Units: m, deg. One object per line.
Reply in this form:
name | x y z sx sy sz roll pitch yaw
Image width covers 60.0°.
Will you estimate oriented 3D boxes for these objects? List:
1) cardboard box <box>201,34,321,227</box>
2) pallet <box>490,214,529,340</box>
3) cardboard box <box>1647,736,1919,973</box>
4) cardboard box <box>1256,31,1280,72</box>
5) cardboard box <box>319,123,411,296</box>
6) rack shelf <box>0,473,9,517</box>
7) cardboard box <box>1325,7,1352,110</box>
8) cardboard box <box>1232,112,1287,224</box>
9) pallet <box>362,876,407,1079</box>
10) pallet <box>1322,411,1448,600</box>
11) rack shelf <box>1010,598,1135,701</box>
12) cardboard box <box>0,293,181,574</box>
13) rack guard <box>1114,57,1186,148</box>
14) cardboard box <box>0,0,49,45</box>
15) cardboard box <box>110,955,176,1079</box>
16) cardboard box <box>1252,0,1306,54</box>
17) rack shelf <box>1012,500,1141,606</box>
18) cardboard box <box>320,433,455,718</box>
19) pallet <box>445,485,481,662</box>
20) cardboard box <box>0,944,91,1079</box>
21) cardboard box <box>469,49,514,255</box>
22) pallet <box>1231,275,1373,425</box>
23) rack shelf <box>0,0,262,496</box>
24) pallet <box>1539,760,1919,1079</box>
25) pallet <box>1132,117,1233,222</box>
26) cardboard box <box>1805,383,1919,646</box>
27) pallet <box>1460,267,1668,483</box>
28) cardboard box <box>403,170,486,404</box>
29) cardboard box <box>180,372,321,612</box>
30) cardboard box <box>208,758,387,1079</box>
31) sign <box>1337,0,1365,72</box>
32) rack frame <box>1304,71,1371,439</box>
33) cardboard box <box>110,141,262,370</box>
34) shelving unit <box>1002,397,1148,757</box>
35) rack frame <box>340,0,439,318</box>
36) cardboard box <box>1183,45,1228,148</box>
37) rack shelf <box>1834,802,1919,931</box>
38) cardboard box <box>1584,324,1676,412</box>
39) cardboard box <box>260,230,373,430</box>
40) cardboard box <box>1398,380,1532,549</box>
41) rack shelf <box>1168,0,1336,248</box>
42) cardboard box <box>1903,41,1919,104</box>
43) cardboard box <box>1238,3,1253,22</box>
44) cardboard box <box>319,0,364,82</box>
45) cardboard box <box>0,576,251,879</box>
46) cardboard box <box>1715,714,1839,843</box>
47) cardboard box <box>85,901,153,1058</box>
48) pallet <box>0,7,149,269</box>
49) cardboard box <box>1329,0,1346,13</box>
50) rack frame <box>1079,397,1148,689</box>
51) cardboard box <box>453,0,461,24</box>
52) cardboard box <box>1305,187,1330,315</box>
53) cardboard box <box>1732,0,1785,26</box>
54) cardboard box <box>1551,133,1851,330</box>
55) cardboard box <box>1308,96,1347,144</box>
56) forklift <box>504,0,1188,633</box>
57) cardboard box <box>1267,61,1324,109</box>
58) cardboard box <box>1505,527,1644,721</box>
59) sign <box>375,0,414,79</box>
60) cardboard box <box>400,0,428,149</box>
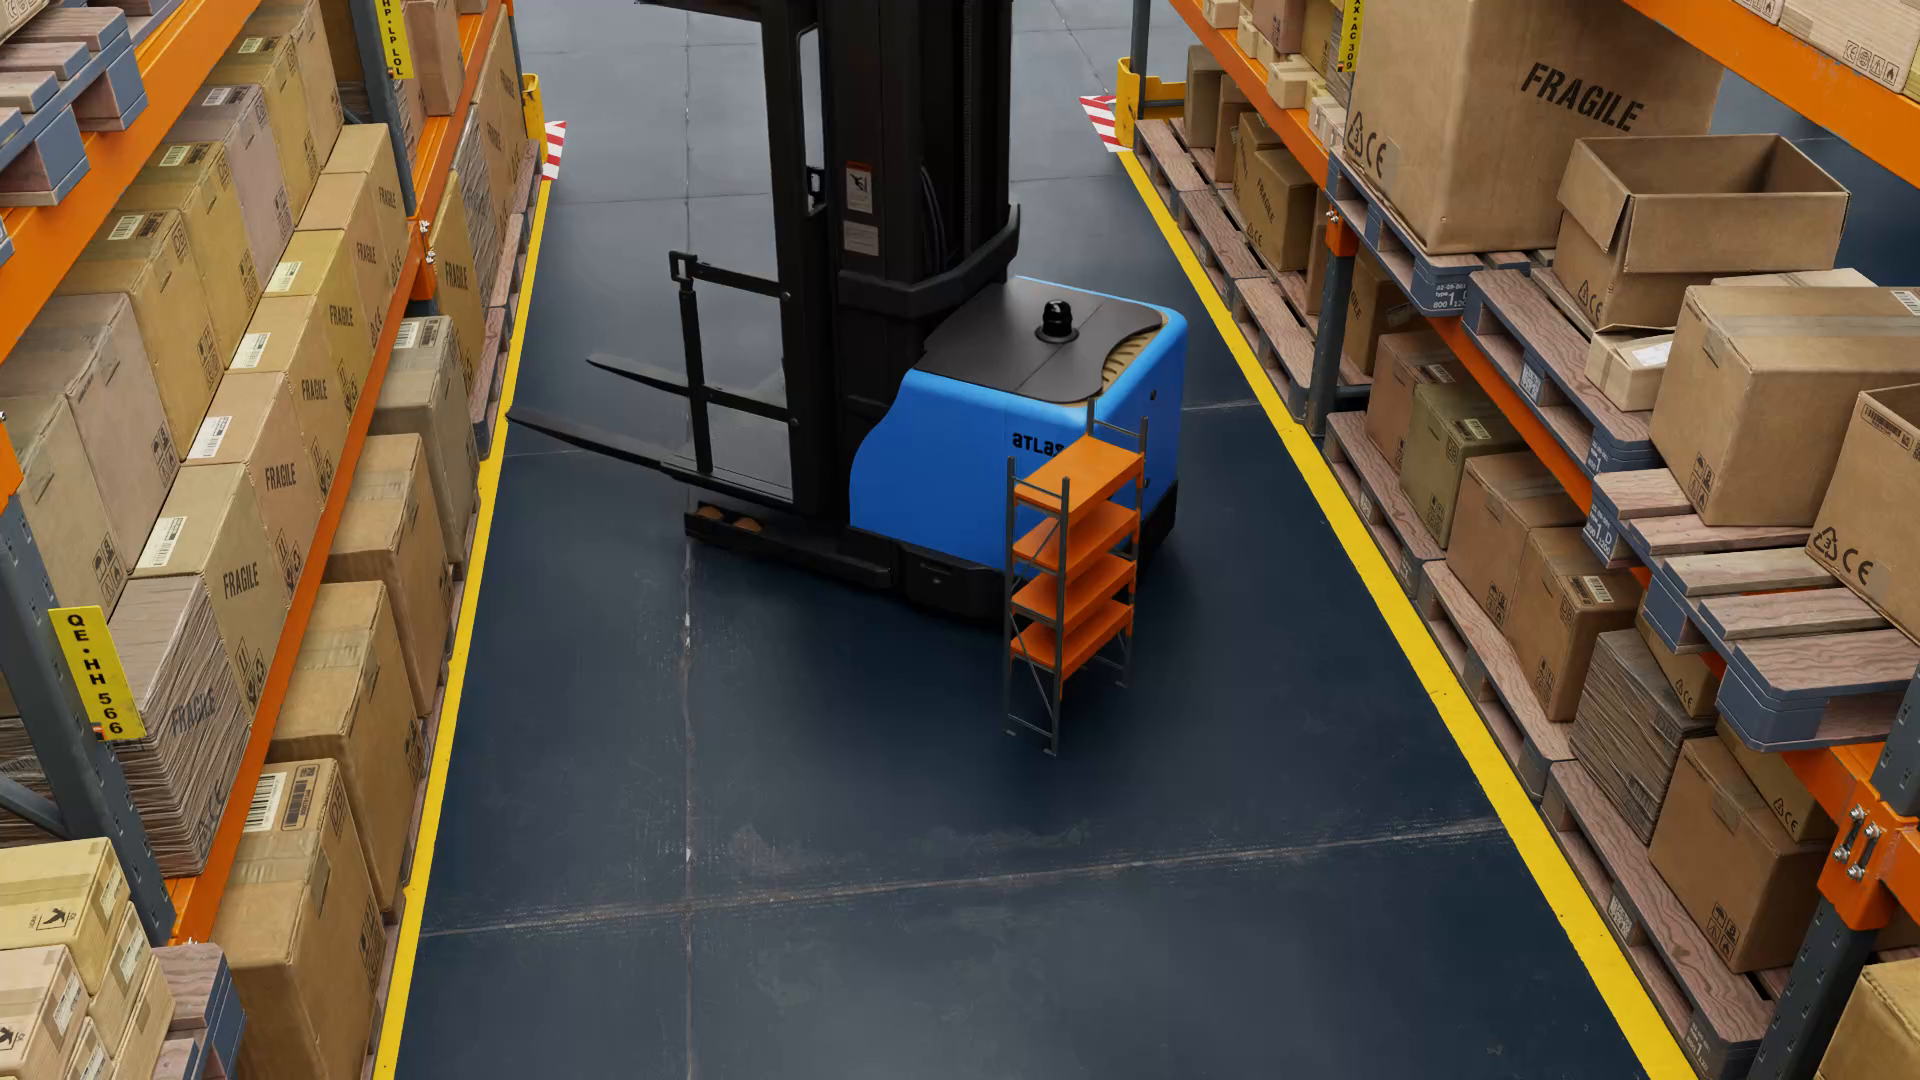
cardboard box | -2.613 -1.367 5.616 0.700 0.500 0.500 -5 35 -7
pallet | -2.949 -1.437 9.171 1.003 0.211 1.213 -4 35 -6
cardboard box | 2.600 0.915 5.072 0.700 0.500 0.500 -6 35 -9
cardboard box | 1.732 -2.491 8.464 0.380 0.149 0.250 -4 35 -6
cardboard box | -2.422 -1.247 6.327 0.500 0.500 0.500 -5 35 -7
rack shelf | -1.950 0.930 1.198 1.077 0.370 4.000 -4 35 -6
cardboard box | 2.172 -2.216 7.485 0.875 0.500 0.500 -4 35 -6
cardboard box | 1.881 -2.137 9.569 0.500 0.500 0.500 -1 34 -2
pallet | -2.250 1.462 4.917 1.003 0.211 1.213 -4 35 -6
pallet | 2.278 -0.209 7.369 1.003 0.211 1.213 -4 35 -6
rack shelf | 0.404 0.365 6.121 0.258 0.148 0.480 23 40 30
cardboard box | -2.339 -0.232 3.950 0.700 0.500 0.500 -5 35 -7
rack guard | 1.644 -2.952 11.138 1.175 0.500 0.348 -4 35 -6
cardboard box | -2.098 -1.082 3.128 0.500 0.311 0.500 -4 35 -6
cardboard box | -1.697 0.927 3.077 0.380 0.149 0.250 -4 34 -6
cardboard box | 1.973 -2.769 8.296 0.875 0.500 0.500 -4 35 -6
rack shelf | 0.404 0.016 5.883 0.258 0.148 0.480 23 40 30
cardboard box | -2.458 0.158 5.979 1.050 0.750 0.750 -4 35 -6
pallet | -2.579 0.101 6.915 1.003 0.211 1.213 -4 35 -6
cardboard box | -1.667 0.819 2.706 0.380 0.149 0.250 -5 35 -7
cardboard box | -3.018 -2.140 9.240 0.875 0.875 0.875 -5 35 -7
pallet | 2.046 -1.015 8.553 1.003 0.211 1.213 -4 35 -6
rack shelf | -2.488 -1.303 4.473 1.077 0.370 4.000 -4 35 -6
pallet | 2.606 1.153 5.371 1.003 0.211 1.213 -4 35 -6
pallet | 1.718 -2.377 10.551 1.003 0.211 1.213 -4 35 -6
cardboard box | 2.597 -0.077 4.237 0.500 0.500 0.500 -9 35 -12
pallet | 2.403 -0.586 5.616 1.003 0.211 1.213 -4 35 -6
cardboard box | -2.772 -1.128 7.756 0.875 0.875 0.875 -4 34 -6
cardboard box | -2.150 -0.121 4.676 0.500 0.500 0.500 -4 35 -6
cardboard box | -2.212 1.165 4.501 1.050 0.750 0.750 -5 35 -7
sign | 1.635 -2.108 6.911 0.100 0.325 0.005 -4 35 -6
rack frame | 2.172 -1.796 7.221 1.000 3.000 0.127 -4 35 -6
cardboard box | -2.479 -0.803 4.789 0.700 0.500 0.500 -5 35 -7
shelving unit | 0.404 0.145 5.971 0.258 1.200 0.503 23 40 30
rack frame | -2.757 -1.476 6.753 1.000 3.000 0.127 -4 35 -6
cardboard box | 1.701 -2.819 10.569 0.500 0.500 0.500 2 34 2
rack shelf | 2.978 1.850 2.511 1.077 0.370 4.000 -4 35 -6
cardboard box | 2.218 -0.592 5.201 0.396 0.266 0.258 -5 35 -8
cardboard box | -2.286 -0.683 5.499 0.500 0.500 0.500 -4 34 -6
cardboard box | 2.278 -0.333 6.903 0.700 0.500 0.500 -5 35 -7
rack shelf | 1.903 -2.614 9.062 1.077 0.370 4.000 -4 35 -6
cardboard box | 2.402 -0.988 3.505 0.500 0.250 0.500 -4 35 -6
cardboard box | 1.706 -2.773 8.878 0.380 0.149 0.250 -4 35 -6
cardboard box | -2.773 -2.193 6.712 0.875 0.550 0.550 -4 35 -6
cardboard box | -2.012 0.444 3.847 0.500 0.500 0.500 -4 34 -6
cardboard box | 2.590 0.606 4.860 0.500 0.250 0.500 -3 34 -4
cardboard box | -1.701 0.804 2.992 0.380 0.149 0.250 -4 34 -5
pallet | -2.358 -0.761 3.207 1.213 0.211 1.003 -3 34 -4
cardboard box | 1.838 -2.603 7.166 0.500 0.500 0.500 -4 35 -6
rack frame | 0.550 0.035 6.133 0.240 1.200 0.015 23 40 30
cardboard box | -3.154 -2.940 8.767 0.875 0.550 0.550 -4 35 -6
cardboard box | 2.073 -1.481 8.607 0.500 0.500 0.500 6 35 9
cardboard box | 2.258 -1.544 4.322 0.500 0.250 0.500 -3 34 -5
cardboard box | 2.496 -1.051 5.665 0.797 0.503 0.637 -1 34 -1
cardboard box | 1.827 -1.930 7.641 0.380 0.149 0.250 -4 35 -6
forklift | -0.617 -1.386 6.681 3.031 2.935 1.130 16 37 22
cardboard box | 1.709 -2.205 8.045 0.380 0.149 0.250 -4 35 -6
cardboard box | 2.429 0.291 5.989 0.700 0.500 0.500 -2 34 -2
sign | -2.221 -1.969 6.517 0.100 0.325 0.005 -4 35 -6
cardboard box | -2.915 -2.048 7.459 0.875 0.550 0.550 -4 35 -6
